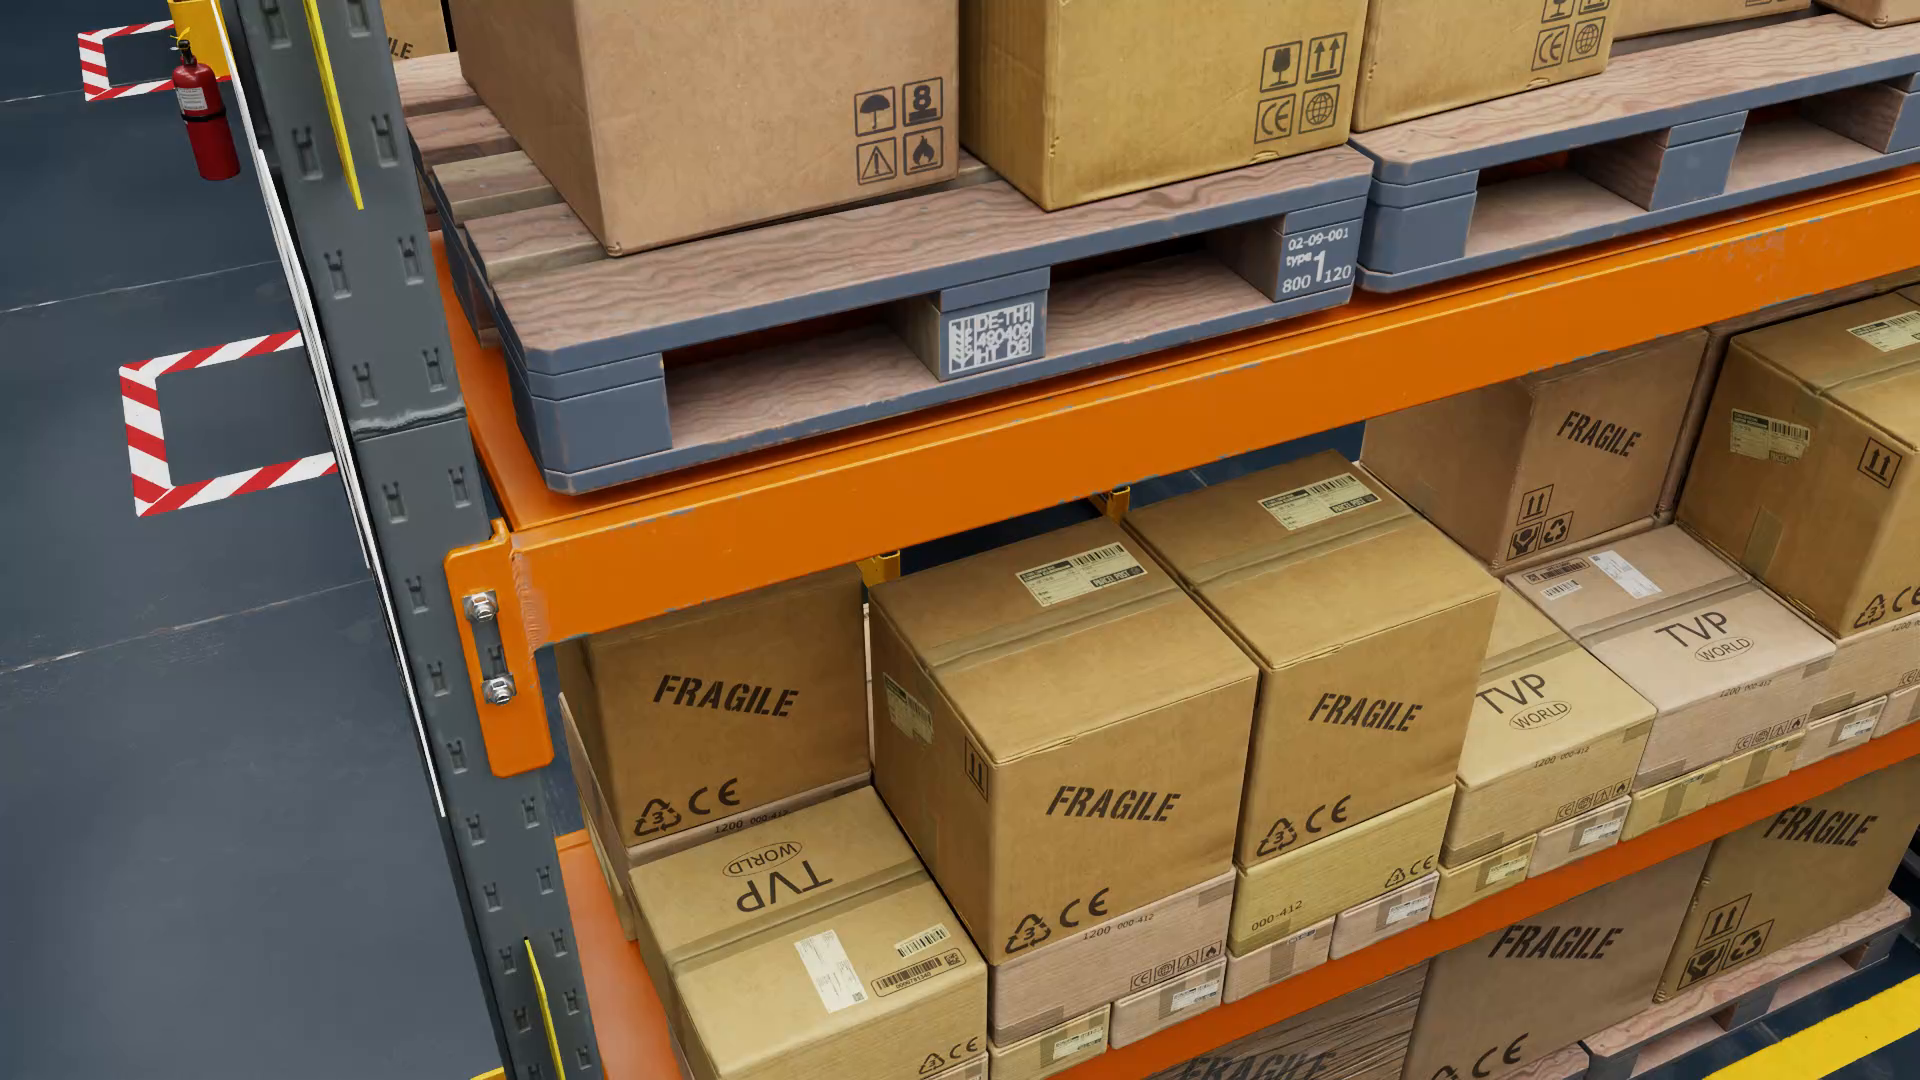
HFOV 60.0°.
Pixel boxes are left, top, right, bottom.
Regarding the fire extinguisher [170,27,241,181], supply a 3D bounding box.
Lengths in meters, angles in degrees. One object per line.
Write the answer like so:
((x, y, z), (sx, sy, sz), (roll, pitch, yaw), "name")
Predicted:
((-3.274, -1.895, 7.165), (0.183, 0.674, 0.296), (-16, 39, -20), "fire extinguisher")

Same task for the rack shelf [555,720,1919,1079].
((0.977, 0.593, 4.037), (4.000, 0.370, 1.077), (-16, 39, -20), "rack shelf")

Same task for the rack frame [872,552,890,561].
((-0.383, -0.495, 6.159), (0.032, 1.500, 0.500), (-16, 39, -20), "rack frame")

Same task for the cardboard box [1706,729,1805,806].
((1.719, 0.413, 3.886), (0.250, 0.149, 0.380), (-15, 39, -19), "cardboard box")

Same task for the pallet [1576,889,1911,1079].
((2.066, 1.068, 5.133), (1.213, 0.211, 1.003), (-16, 39, -20), "pallet")

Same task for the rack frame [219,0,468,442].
((-0.834, -1.600, 1.353), (0.127, 3.000, 1.000), (-16, 39, -20), "rack frame")

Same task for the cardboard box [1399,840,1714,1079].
((1.341, 0.834, 4.539), (0.875, 0.875, 0.875), (-16, 39, -20), "cardboard box")

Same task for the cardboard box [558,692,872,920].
((-0.508, 0.485, 3.455), (0.500, 0.250, 0.500), (-16, 40, -21), "cardboard box")

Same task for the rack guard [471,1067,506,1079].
((-0.855, 1.820, 3.877), (0.348, 0.500, 1.175), (-16, 39, -20), "rack guard")

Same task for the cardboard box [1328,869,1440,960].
((0.791, 0.672, 3.537), (0.250, 0.149, 0.380), (-16, 39, -20), "cardboard box")

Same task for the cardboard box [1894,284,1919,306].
((2.485, -0.302, 3.887), (0.500, 0.500, 0.500), (-15, 39, -19), "cardboard box")

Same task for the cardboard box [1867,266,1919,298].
((2.245, -0.580, 4.260), (0.500, 0.500, 0.500), (-16, 39, -20), "cardboard box")

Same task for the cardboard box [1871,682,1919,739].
((2.185, 0.282, 4.062), (0.250, 0.149, 0.380), (-16, 40, -21), "cardboard box")

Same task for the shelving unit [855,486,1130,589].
((0.069, -0.622, 6.329), (1.083, 1.500, 0.587), (-16, 39, -20), "shelving unit")

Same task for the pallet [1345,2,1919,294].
((0.940, -0.864, 2.953), (1.213, 0.211, 1.003), (-16, 39, -20), "pallet")

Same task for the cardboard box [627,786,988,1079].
((-0.284, 0.775, 3.064), (0.500, 0.250, 0.500), (-17, 40, -21), "cardboard box")

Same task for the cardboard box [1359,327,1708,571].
((1.327, -0.325, 3.917), (0.500, 0.500, 0.500), (-17, 40, -21), "cardboard box")

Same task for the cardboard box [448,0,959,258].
((-0.386, -0.804, 2.278), (0.500, 0.500, 0.700), (-18, 40, -23), "cardboard box")

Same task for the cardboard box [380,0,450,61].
((-2.326, -2.015, 6.615), (0.500, 0.500, 0.500), (-14, 39, -18), "cardboard box")

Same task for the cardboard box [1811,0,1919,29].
((1.616, -1.292, 2.936), (0.500, 0.500, 0.700), (-14, 39, -18), "cardboard box")

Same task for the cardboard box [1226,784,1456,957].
((0.640, 0.514, 3.415), (0.500, 0.250, 0.500), (-17, 40, -21), "cardboard box")

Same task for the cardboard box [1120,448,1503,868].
((0.635, 0.213, 3.192), (0.500, 0.500, 0.500), (-17, 40, -21), "cardboard box")

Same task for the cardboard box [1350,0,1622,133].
((0.622, -1.039, 2.594), (0.500, 0.500, 0.700), (-18, 40, -23), "cardboard box")

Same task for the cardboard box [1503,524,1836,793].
((1.570, 0.253, 3.767), (0.500, 0.250, 0.500), (-15, 39, -19), "cardboard box")

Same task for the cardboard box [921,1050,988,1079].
((-0.140, 0.933, 3.185), (0.250, 0.149, 0.380), (-16, 40, -21), "cardboard box")

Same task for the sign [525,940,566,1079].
((-0.603, 0.731, 2.453), (0.005, 0.325, 0.100), (-16, 39, -20), "sign")

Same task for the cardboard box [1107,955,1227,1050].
((0.327, 0.802, 3.362), (0.250, 0.149, 0.380), (-16, 40, -21), "cardboard box")

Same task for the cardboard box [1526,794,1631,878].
((1.257, 0.541, 3.713), (0.250, 0.149, 0.380), (-15, 39, -19), "cardboard box")

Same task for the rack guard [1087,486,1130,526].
((0.520, -0.246, 6.871), (0.087, 0.250, 0.587), (-16, 39, -20), "rack guard")

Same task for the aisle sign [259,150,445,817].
((-0.771, -0.054, 2.123), (0.004, 0.787, 0.394), (-16, 39, -20), "aisle sign")

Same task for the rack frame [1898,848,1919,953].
((2.787, -0.203, 4.505), (0.127, 3.000, 1.000), (-16, 39, -20), "rack frame")

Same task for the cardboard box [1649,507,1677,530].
((1.798, -0.161, 4.325), (0.500, 0.250, 0.500), (-16, 39, -20), "cardboard box")

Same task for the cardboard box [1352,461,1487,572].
((0.882, 0.094, 3.982), (0.500, 0.250, 0.500), (-16, 39, -20), "cardboard box")
